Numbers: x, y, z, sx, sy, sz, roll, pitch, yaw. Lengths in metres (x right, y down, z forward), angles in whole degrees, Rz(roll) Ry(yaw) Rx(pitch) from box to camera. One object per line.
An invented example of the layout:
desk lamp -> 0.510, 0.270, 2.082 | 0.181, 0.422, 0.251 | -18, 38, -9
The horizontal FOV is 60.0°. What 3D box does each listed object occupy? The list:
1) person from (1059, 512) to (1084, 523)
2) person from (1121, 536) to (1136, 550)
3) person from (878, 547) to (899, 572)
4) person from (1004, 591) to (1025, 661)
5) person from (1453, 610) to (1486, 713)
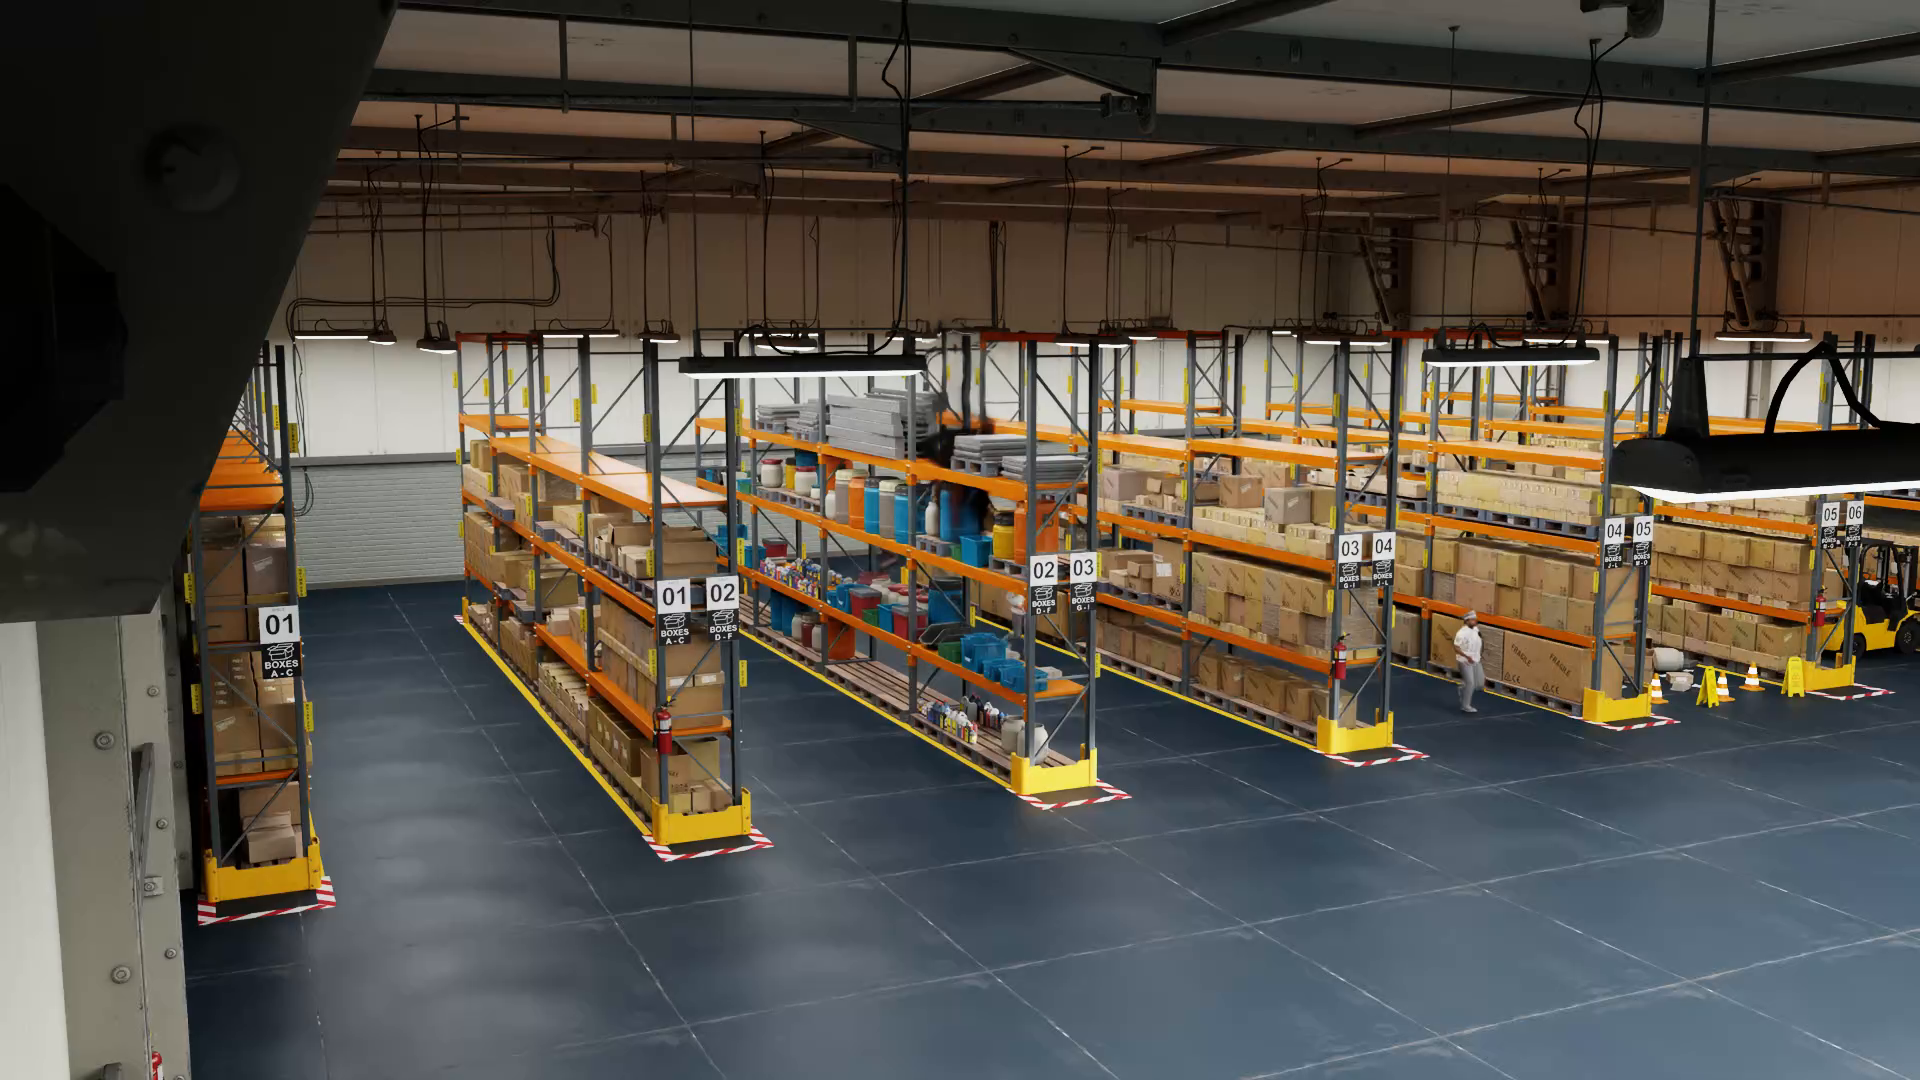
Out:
person -> 2.642, -0.051, 40.896 | 0.652, 1.828, 0.744 | 5, 9, 35
person -> 4.350, -0.202, 42.935 | 0.480, 1.499, 0.638 | 6, 10, 38
person -> -1.729, 0.122, 39.902 | 0.575, 1.685, 0.644 | -2, 8, -14
person -> 1.133, 1.343, 30.639 | 0.682, 1.768, 0.955 | -5, 9, -32
person -> 8.146, 1.932, 26.613 | 0.555, 1.654, 0.530 | -4, 9, -29
